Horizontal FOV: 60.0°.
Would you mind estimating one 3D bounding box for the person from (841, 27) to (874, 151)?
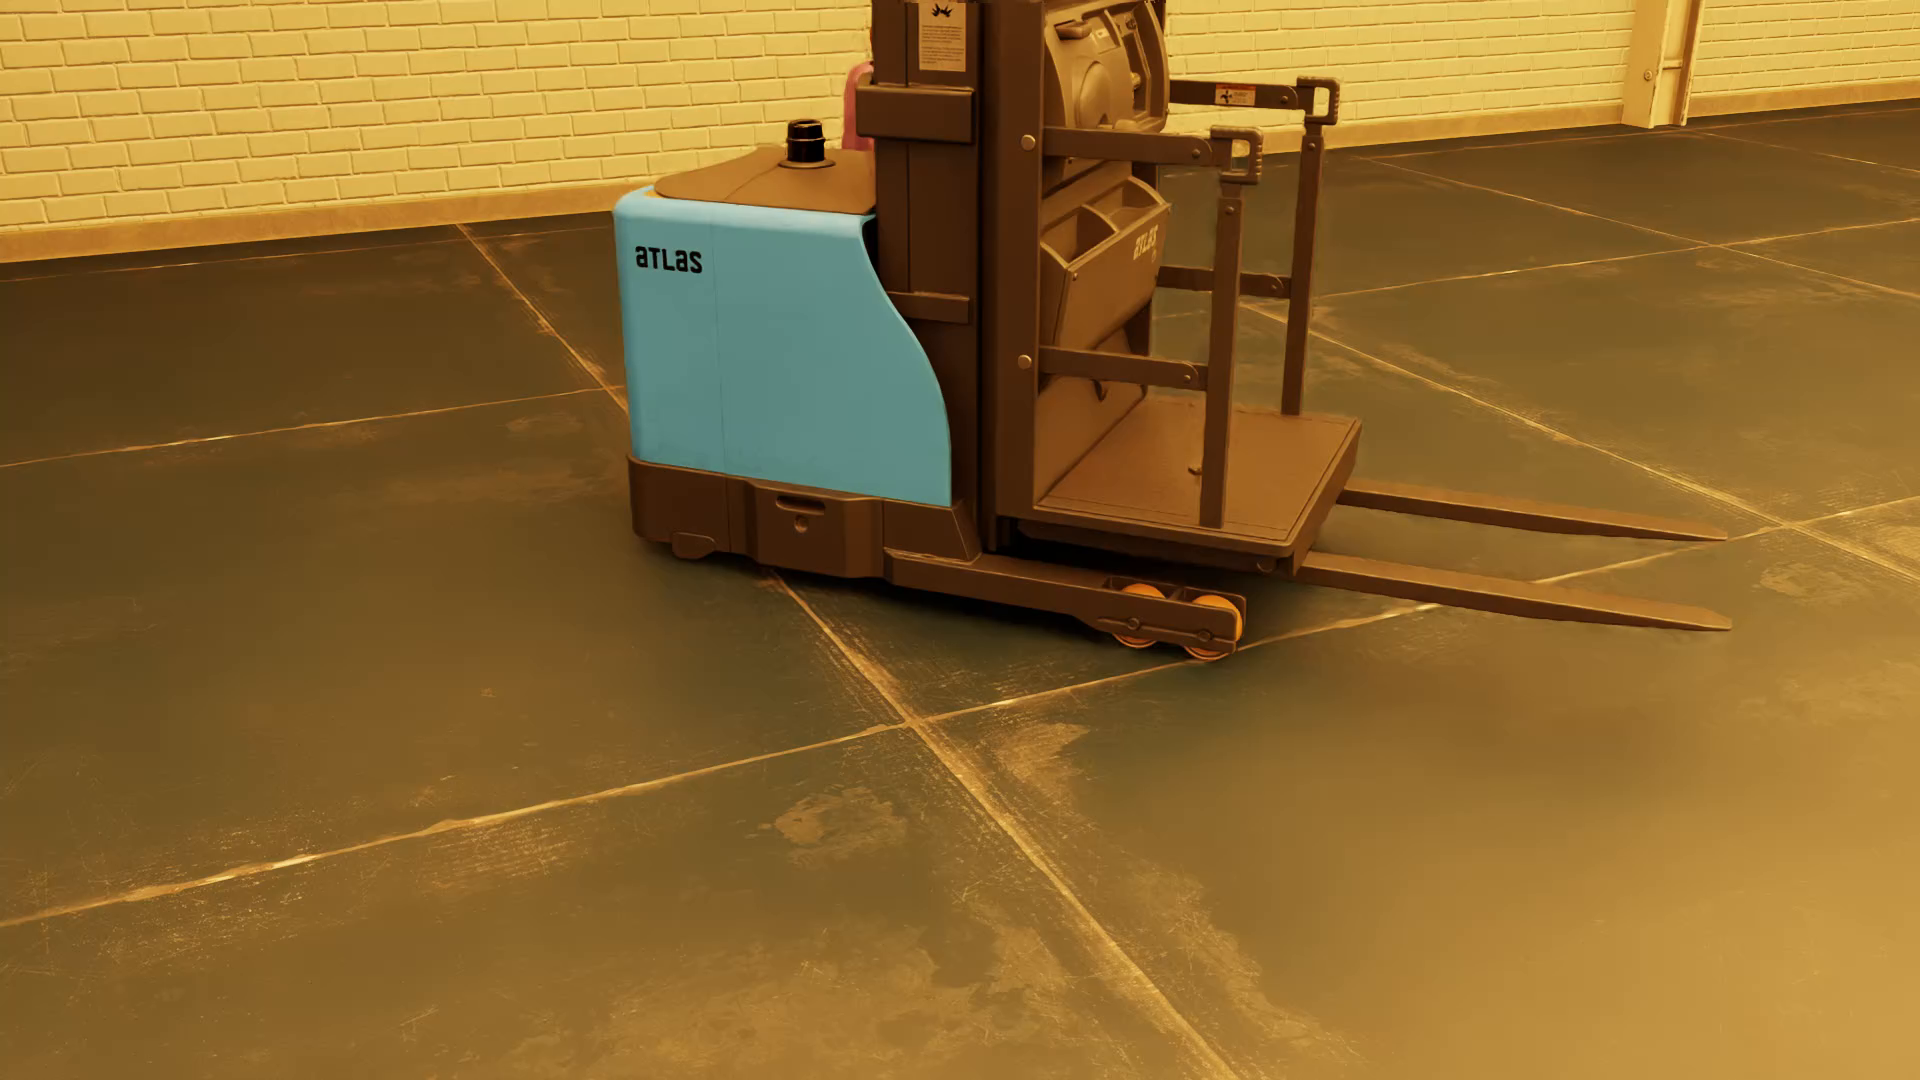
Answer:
[{"bbox_3d":[-0.122,-1.357,6.593,0.679,1.432,0.752,-9,24,-20],"label":"person"}]

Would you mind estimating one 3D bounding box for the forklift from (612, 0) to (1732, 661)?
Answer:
[{"bbox_3d":[0.583,-1.270,4.344,3.031,2.935,1.130,9,24,20],"label":"forklift"}]
